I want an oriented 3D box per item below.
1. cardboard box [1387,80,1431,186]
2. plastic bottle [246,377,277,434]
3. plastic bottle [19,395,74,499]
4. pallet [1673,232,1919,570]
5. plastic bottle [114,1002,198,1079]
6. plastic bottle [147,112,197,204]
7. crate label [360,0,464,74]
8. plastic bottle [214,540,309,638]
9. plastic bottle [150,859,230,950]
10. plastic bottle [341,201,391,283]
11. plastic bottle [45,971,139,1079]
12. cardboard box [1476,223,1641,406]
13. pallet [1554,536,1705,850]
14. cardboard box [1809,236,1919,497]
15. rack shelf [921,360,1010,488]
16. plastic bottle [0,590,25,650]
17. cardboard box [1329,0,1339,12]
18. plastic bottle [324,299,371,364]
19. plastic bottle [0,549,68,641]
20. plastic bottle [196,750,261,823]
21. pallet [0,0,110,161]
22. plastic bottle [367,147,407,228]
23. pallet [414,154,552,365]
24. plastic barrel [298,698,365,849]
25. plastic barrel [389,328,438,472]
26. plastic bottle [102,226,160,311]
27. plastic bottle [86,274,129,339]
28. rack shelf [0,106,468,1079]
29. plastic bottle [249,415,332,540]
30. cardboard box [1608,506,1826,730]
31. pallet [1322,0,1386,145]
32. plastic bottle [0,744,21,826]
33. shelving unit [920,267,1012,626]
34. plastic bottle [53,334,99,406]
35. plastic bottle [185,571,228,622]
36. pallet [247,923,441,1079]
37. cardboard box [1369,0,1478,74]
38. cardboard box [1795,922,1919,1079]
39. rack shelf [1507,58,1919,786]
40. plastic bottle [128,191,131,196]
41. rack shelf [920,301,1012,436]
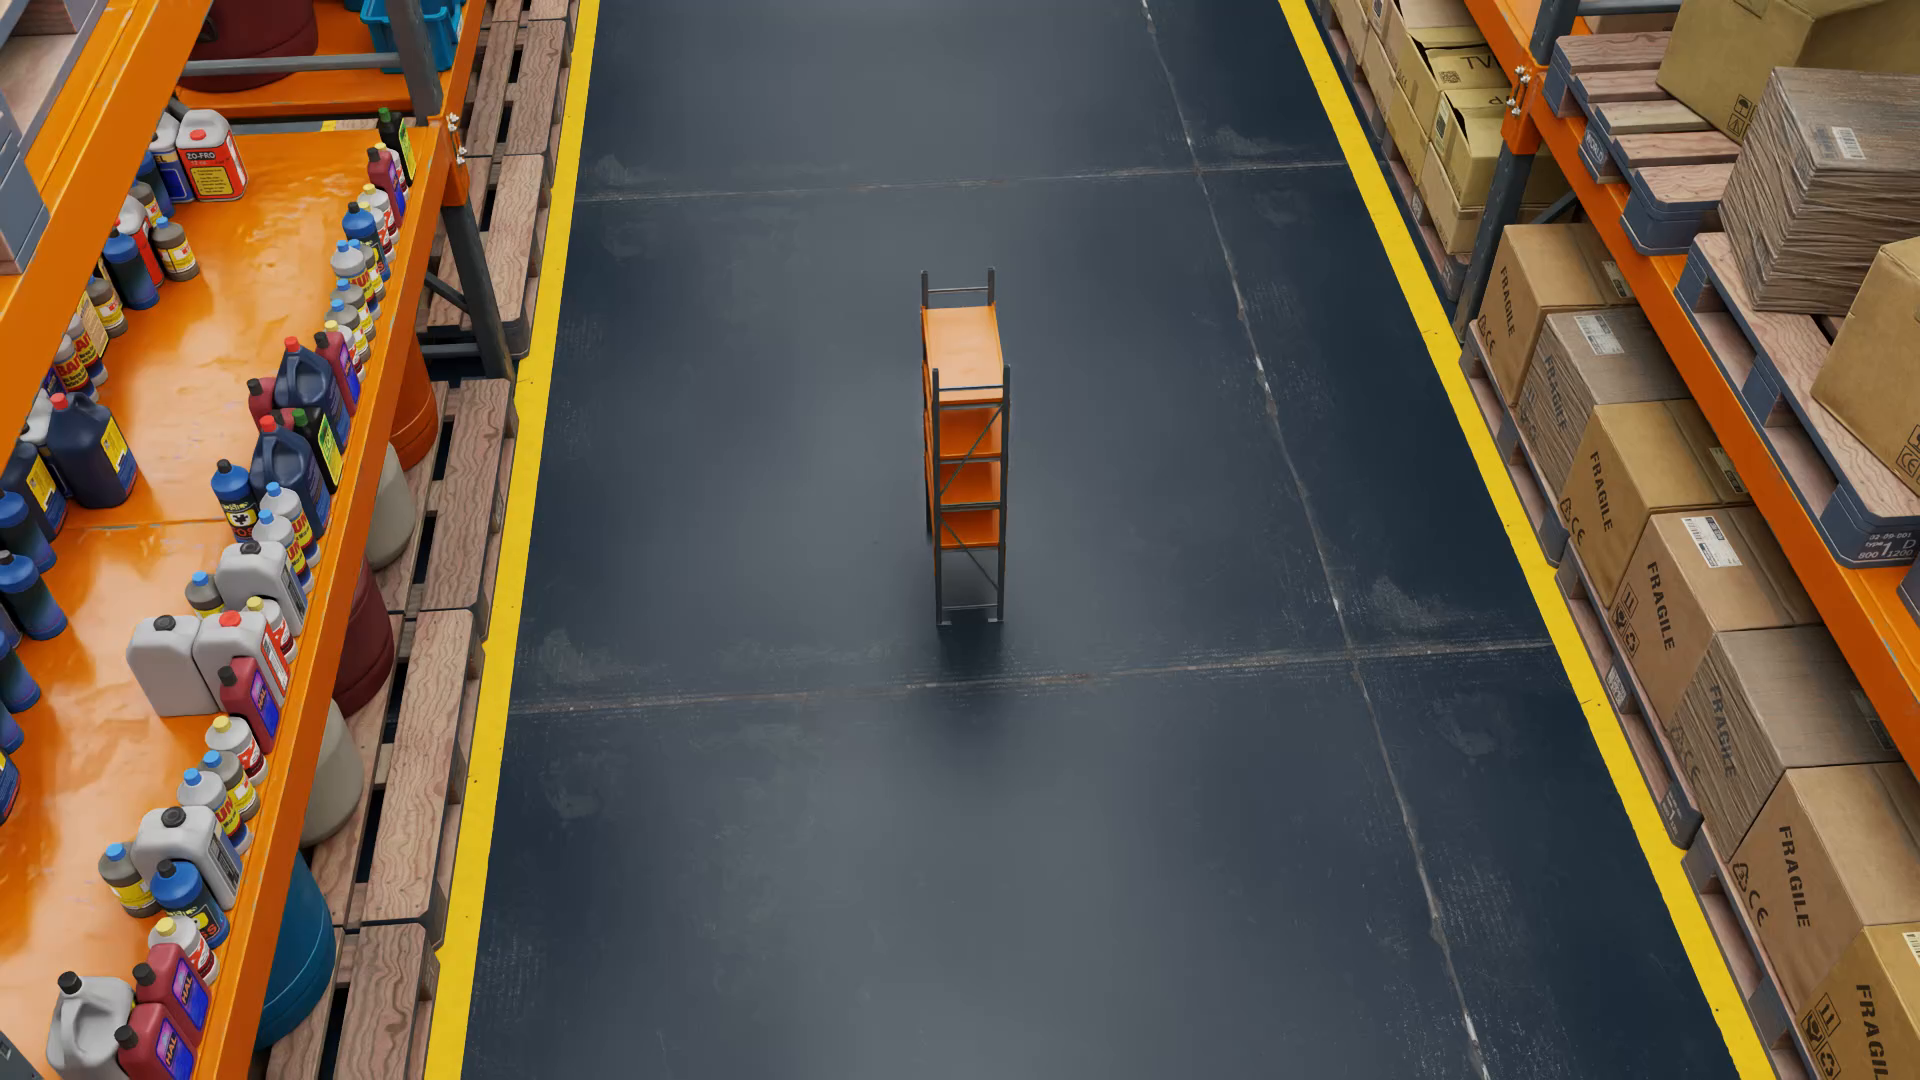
[{"bbox_3d":[2.271,-1.866,7.556,0.500,0.250,0.500,-4,47,-4],"label":"cardboard box"},{"bbox_3d":[-1.905,-0.354,4.599,0.061,0.283,0.133,-3,47,-3],"label":"plastic bottle"},{"bbox_3d":[-2.501,-0.251,4.507,0.152,0.276,0.135,-3,47,-3],"label":"plastic bottle"},{"bbox_3d":[2.772,-0.456,4.748,1.003,0.211,1.213,-3,47,-3],"label":"pallet"},{"bbox_3d":[-1.602,1.013,3.305,0.061,0.283,0.133,-3,47,-3],"label":"plastic bottle"},{"bbox_3d":[-2.617,-1.255,5.458,0.152,0.276,0.135,-3,47,-3],"label":"plastic bottle"},{"bbox_3d":[-1.993,-1.900,6.099,0.303,0.233,0.416,-3,47,-3],"label":"crate label"},{"bbox_3d":[-1.753,0.111,4.164,0.152,0.276,0.135,-3,47,-3],"label":"plastic bottle"},{"bbox_3d":[-1.649,0.768,3.545,0.097,0.271,0.097,0,47,0],"label":"plastic bottle"},{"bbox_3d":[-1.845,-0.926,5.150,0.097,0.271,0.097,0,47,0],"label":"plastic bottle"},{"bbox_3d":[-1.706,0.977,3.292,0.144,0.351,0.185,-3,47,-3],"label":"plastic bottle"},{"bbox_3d":[2.358,-0.873,6.430,0.500,0.500,0.500,-2,47,-2],"label":"cardboard box"},{"bbox_3d":[2.729,0.454,5.675,1.003,0.211,1.213,-3,47,-3],"label":"pallet"},{"bbox_3d":[2.730,-0.488,4.288,0.700,0.500,0.500,-14,48,-13],"label":"cardboard box"},{"bbox_3d":[0.014,-0.400,5.587,0.258,0.148,0.480,-3,47,-3],"label":"rack shelf"},{"bbox_3d":[-2.455,0.147,4.130,0.152,0.276,0.135,-3,47,-3],"label":"plastic bottle"},{"bbox_3d":[2.144,-2.970,8.601,0.500,0.250,0.500,-5,47,-5],"label":"cardboard box"},{"bbox_3d":[-1.813,-0.621,4.909,0.097,0.201,0.097,0,47,0],"label":"plastic bottle"},{"bbox_3d":[-2.332,0.127,4.152,0.097,0.271,0.097,0,47,0],"label":"plastic bottle"},{"bbox_3d":[-1.677,0.554,3.797,0.097,0.201,0.097,0,47,0],"label":"plastic bottle"},{"bbox_3d":[-2.258,-1.084,3.275,1.003,0.211,1.213,-3,47,-3],"label":"pallet"},{"bbox_3d":[-1.853,-1.156,5.359,0.061,0.283,0.133,-3,47,-3],"label":"plastic bottle"},{"bbox_3d":[-2.358,-1.234,7.273,1.003,0.211,1.213,-3,47,-3],"label":"pallet"},{"bbox_3d":[-2.043,0.654,4.989,0.421,0.512,0.421,0,47,0],"label":"plastic barrel"},{"bbox_3d":[-2.274,-0.675,6.029,0.600,0.830,0.708,-3,47,-3],"label":"plastic barrel"},{"bbox_3d":[-2.536,-0.836,5.065,0.097,0.271,0.097,0,47,0],"label":"plastic bottle"},{"bbox_3d":[-2.585,-0.712,4.995,0.097,0.201,0.097,0,47,0],"label":"plastic bottle"},{"bbox_3d":[-2.164,0.064,4.618,1.077,0.370,4.000,-3,47,-3],"label":"rack shelf"},{"bbox_3d":[-1.778,-0.171,4.380,0.144,0.351,0.185,-3,47,-3],"label":"plastic bottle"},{"bbox_3d":[2.493,0.246,5.370,0.500,0.500,0.500,-5,47,-5],"label":"cardboard box"},{"bbox_3d":[2.476,-2.448,8.423,1.003,0.211,1.213,-3,47,-3],"label":"pallet"},{"bbox_3d":[-2.271,0.493,3.751,0.144,0.351,0.185,-3,47,-3],"label":"plastic bottle"},{"bbox_3d":[0.014,-0.293,5.701,0.258,1.200,0.503,-3,47,-3],"label":"shelving unit"},{"bbox_3d":[-2.558,-0.499,4.745,0.097,0.271,0.097,0,47,0],"label":"plastic bottle"},{"bbox_3d":[-1.875,0.158,4.171,0.097,0.201,0.097,0,47,0],"label":"plastic bottle"},{"bbox_3d":[-2.020,1.662,4.530,1.003,0.211,1.213,-3,47,-3],"label":"pallet"},{"bbox_3d":[2.226,-2.425,7.699,0.500,0.311,0.500,-4,47,-4],"label":"cardboard box"},{"bbox_3d":[2.613,1.334,4.339,0.500,0.500,0.500,-4,47,-4],"label":"cardboard box"},{"bbox_3d":[2.772,-0.234,4.901,1.077,0.370,4.000,-3,47,-3],"label":"rack shelf"},{"bbox_3d":[-2.635,-1.016,5.227,0.061,0.283,0.133,-3,47,-3],"label":"plastic bottle"},{"bbox_3d":[0.014,-0.563,5.416,0.258,0.148,0.480,-3,47,-3],"label":"rack shelf"}]
